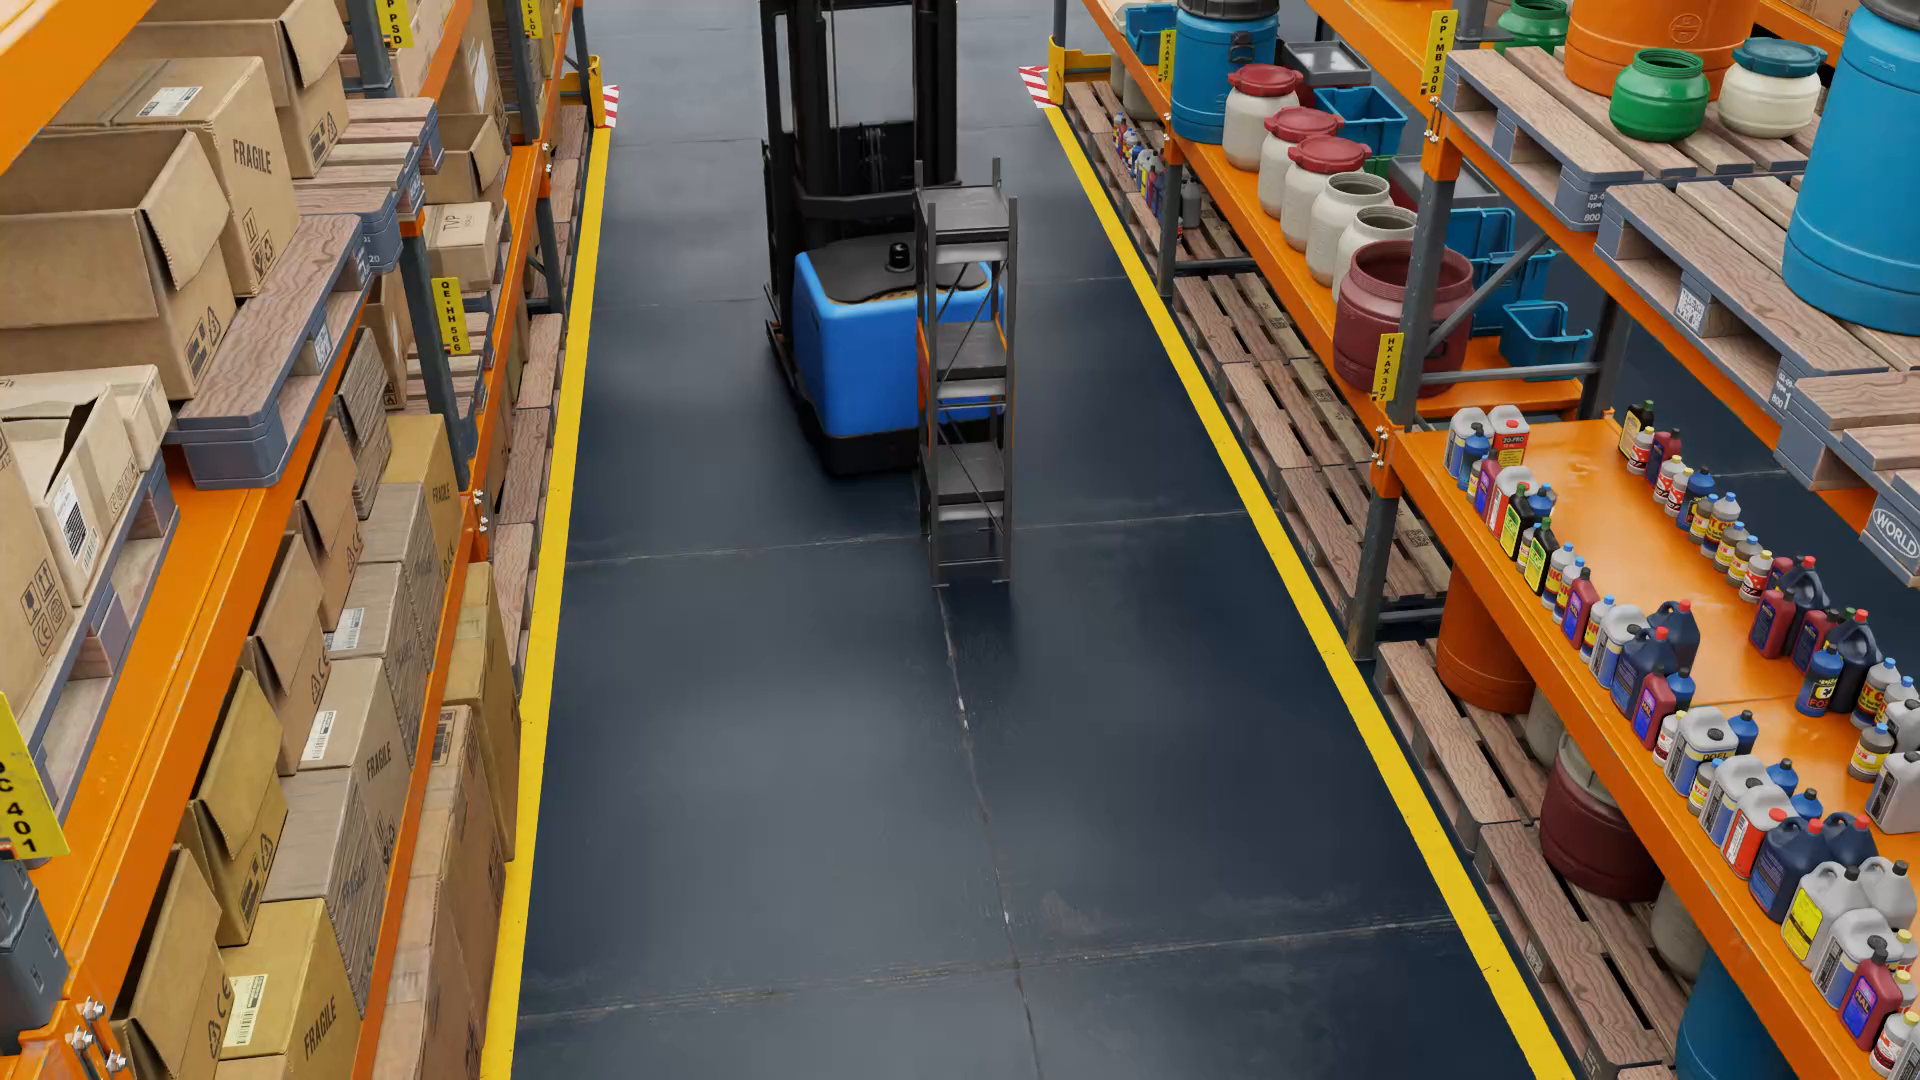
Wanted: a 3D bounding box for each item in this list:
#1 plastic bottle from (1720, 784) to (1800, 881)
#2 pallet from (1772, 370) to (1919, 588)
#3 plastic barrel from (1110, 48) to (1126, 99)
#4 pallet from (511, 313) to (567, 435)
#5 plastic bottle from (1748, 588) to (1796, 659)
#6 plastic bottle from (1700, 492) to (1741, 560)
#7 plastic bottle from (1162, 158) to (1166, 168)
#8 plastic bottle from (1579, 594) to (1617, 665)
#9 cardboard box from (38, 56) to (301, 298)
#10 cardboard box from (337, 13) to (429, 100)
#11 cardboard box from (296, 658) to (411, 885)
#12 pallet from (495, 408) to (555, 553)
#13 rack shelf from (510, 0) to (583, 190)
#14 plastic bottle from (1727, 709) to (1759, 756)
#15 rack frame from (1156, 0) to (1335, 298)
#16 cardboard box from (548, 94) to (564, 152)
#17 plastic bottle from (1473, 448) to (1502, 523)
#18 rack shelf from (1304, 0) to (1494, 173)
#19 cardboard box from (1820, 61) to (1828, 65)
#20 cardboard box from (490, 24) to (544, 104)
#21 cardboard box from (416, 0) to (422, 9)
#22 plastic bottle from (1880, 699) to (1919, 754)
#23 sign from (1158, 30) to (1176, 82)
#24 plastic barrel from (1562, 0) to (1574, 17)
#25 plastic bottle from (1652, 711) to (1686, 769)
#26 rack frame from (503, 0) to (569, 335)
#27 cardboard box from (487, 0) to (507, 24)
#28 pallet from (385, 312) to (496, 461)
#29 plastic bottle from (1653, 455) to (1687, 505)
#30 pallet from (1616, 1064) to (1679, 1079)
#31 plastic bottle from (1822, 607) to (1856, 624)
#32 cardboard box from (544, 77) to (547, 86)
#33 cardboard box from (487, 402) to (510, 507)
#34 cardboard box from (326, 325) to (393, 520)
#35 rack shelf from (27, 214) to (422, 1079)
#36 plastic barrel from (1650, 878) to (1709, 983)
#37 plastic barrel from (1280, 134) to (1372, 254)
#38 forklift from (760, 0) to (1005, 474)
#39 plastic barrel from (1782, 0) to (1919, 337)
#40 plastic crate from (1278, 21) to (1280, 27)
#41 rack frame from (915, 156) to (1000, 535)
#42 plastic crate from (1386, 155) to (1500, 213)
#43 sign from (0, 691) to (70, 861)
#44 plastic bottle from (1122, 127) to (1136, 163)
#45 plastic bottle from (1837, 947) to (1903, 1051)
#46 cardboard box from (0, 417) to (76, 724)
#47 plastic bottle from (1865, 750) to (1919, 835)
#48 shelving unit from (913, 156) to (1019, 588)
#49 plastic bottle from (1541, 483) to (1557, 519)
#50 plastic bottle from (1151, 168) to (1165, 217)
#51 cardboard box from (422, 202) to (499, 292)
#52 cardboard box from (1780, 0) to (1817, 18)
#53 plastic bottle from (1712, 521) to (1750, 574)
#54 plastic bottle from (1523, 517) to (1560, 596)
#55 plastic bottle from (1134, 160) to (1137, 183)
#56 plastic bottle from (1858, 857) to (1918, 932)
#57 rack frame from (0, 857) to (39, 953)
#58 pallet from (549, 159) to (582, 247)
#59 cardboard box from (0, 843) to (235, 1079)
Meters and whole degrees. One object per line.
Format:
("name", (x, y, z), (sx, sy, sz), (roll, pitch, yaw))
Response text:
("plastic bottle", (2.431, 0.883, 5.030), (0.152, 0.276, 0.135), (-4, 35, -6))
("pallet", (2.719, -0.079, 3.835), (1.213, 0.211, 1.003), (-4, 35, -6))
("plastic barrel", (1.472, -3.968, 13.874), (0.421, 0.512, 0.421), (0, 34, 0))
("pallet", (-2.956, -0.990, 10.144), (1.003, 0.211, 1.213), (-4, 35, -6))
("plastic bottle", (2.896, 0.274, 5.917), (0.061, 0.283, 0.133), (-4, 35, -6))
("plastic bottle", (2.942, -0.061, 6.419), (0.097, 0.271, 0.097), (0, 34, 0))
("plastic bottle", (1.502, -2.658, 12.137), (0.061, 0.283, 0.133), (-4, 35, -6))
("plastic bottle", (2.265, 0.311, 5.874), (0.097, 0.271, 0.097), (0, 34, 0))
("cardboard box", (-2.168, -0.989, 4.541), (0.500, 0.500, 0.500), (-3, 34, -4))
("cardboard box", (-2.335, -1.804, 6.331), (0.500, 0.250, 0.500), (-4, 34, -6))
("cardboard box", (-2.011, 0.723, 5.066), (0.500, 0.500, 0.500), (-4, 34, -5))
("pallet", (-2.789, -0.308, 9.143), (1.003, 0.211, 1.213), (-4, 35, -6))
("rack shelf", (-3.331, -3.396, 11.836), (1.077, 0.370, 4.000), (-4, 35, -6))
("plastic bottle", (2.503, 0.660, 5.360), (0.097, 0.271, 0.097), (0, 34, 0))
("rack frame", (1.846, -2.952, 10.547), (1.000, 3.000, 0.127), (-4, 35, -6))
("cardboard box", (-3.419, -3.269, 12.858), (0.500, 0.500, 0.500), (4, 35, 6))
("plastic bottle", (2.120, -0.219, 6.640), (0.061, 0.283, 0.133), (-4, 35, -6))
("rack shelf", (2.115, -2.778, 8.267), (1.077, 0.370, 4.000), (-4, 35, -6))
("cardboard box", (6.349, -3.473, 12.714), (0.500, 0.500, 0.500), (-4, 35, -6))
("cardboard box", (-3.062, -2.997, 10.260), (0.875, 0.500, 0.500), (-4, 35, -6))
("cardboard box", (-2.397, -2.397, 6.536), (0.500, 0.500, 0.500), (-4, 34, -6))
("plastic bottle", (3.081, 0.630, 5.400), (0.152, 0.276, 0.135), (-4, 35, -6))
("sign", (1.299, -3.031, 10.417), (0.100, 0.325, 0.005), (-4, 35, -6))
("plastic barrel", (2.645, -2.202, 6.683), (0.421, 0.512, 0.421), (0, 34, 0))
("plastic bottle", (2.339, 0.647, 5.443), (0.097, 0.201, 0.097), (0, 34, 0))
("rack frame", (-3.062, -2.577, 9.996), (1.000, 3.000, 0.127), (-4, 35, -6))
("cardboard box", (-2.871, -3.425, 9.999), (0.500, 0.500, 0.500), (-4, 35, -6))
("pallet", (-2.726, -0.655, 7.347), (1.213, 0.211, 1.003), (-4, 35, -6))
("plastic bottle", (2.889, -0.250, 6.758), (0.097, 0.201, 0.097), (0, 34, 0))
("pallet", (2.859, 2.231, 5.418), (1.003, 0.211, 1.213), (-4, 35, -6))
("plastic bottle", (3.057, 0.337, 5.824), (0.061, 0.283, 0.133), (-4, 35, -6))
("cardboard box", (-2.918, -3.032, 10.888), (0.380, 0.149, 0.250), (-4, 35, -6))
("cardboard box", (-2.805, -0.490, 8.763), (0.700, 0.500, 0.500), (-2, 34, -2))
("cardboard box", (-2.442, -0.391, 5.810), (0.797, 0.503, 0.637), (-3, 34, -5))
("rack shelf", (-2.255, -0.171, 4.441), (1.077, 0.370, 4.000), (-4, 35, -6))
("plastic barrel", (2.783, 1.345, 6.078), (0.421, 0.512, 0.421), (0, 34, 0))
("plastic barrel", (1.914, -1.807, 8.746), (0.433, 0.535, 0.433), (0, 34, 0))
("forklift", (-0.620, -2.404, 9.803), (1.130, 2.935, 3.031), (-9, 35, -12))
("plastic barrel", (2.540, -1.049, 4.272), (0.600, 0.901, 0.708), (-4, 35, -6))
("plastic crate", (1.943, -3.643, 11.749), (0.450, 0.188, 0.662), (-4, 35, -6))
("rack frame", (-0.011, -0.911, 8.352), (0.400, 2.100, 0.015), (-4, 35, -6))
("plastic crate", (2.470, -1.671, 8.610), (0.402, 0.464, 0.583), (-4, 35, -6))
("sign", (-1.437, 0.359, 2.496), (0.100, 0.325, 0.005), (-4, 35, -6))
("plastic bottle", (1.289, -3.012, 12.667), (0.097, 0.271, 0.097), (0, 34, 0))
("plastic bottle", (2.472, 1.239, 4.500), (0.061, 0.283, 0.133), (-4, 35, -6))
("cardboard box", (-2.074, 0.110, 2.928), (0.700, 0.500, 0.500), (-4, 34, -5))
("plastic bottle", (2.962, 0.771, 5.193), (0.152, 0.276, 0.135), (-4, 35, -6))
("shelving unit", (0.022, -0.775, 8.152), (0.431, 2.100, 0.503), (-4, 35, -6))
("plastic bottle", (2.305, -0.133, 6.587), (0.097, 0.201, 0.097), (0, 34, 0))
("plastic bottle", (1.448, -2.484, 11.821), (0.144, 0.351, 0.185), (-6, 35, -9))
("cardboard box", (-2.522, -1.409, 8.043), (0.500, 0.250, 0.500), (-5, 35, -8))
("cardboard box", (6.548, -4.188, 12.271), (0.700, 0.500, 0.500), (-4, 34, -6))
("plastic bottle", (2.955, 0.022, 6.359), (0.097, 0.201, 0.097), (0, 34, 0))
("plastic bottle", (2.188, 0.060, 6.231), (0.061, 0.283, 0.133), (-4, 35, -6))
("plastic bottle", (1.343, -2.757, 12.355), (0.097, 0.201, 0.097), (0, 34, 0))
("plastic bottle", (2.617, 1.034, 4.742), (0.144, 0.351, 0.185), (-4, 35, -6))
("rack frame", (-1.986, -0.592, 1.756), (1.000, 3.000, 0.127), (-4, 35, -6))
("pallet", (-3.355, -2.479, 12.329), (1.003, 0.211, 1.213), (-4, 35, -6))
("cardboard box", (-2.080, 1.076, 3.657), (0.797, 0.503, 0.637), (-5, 35, -8))
